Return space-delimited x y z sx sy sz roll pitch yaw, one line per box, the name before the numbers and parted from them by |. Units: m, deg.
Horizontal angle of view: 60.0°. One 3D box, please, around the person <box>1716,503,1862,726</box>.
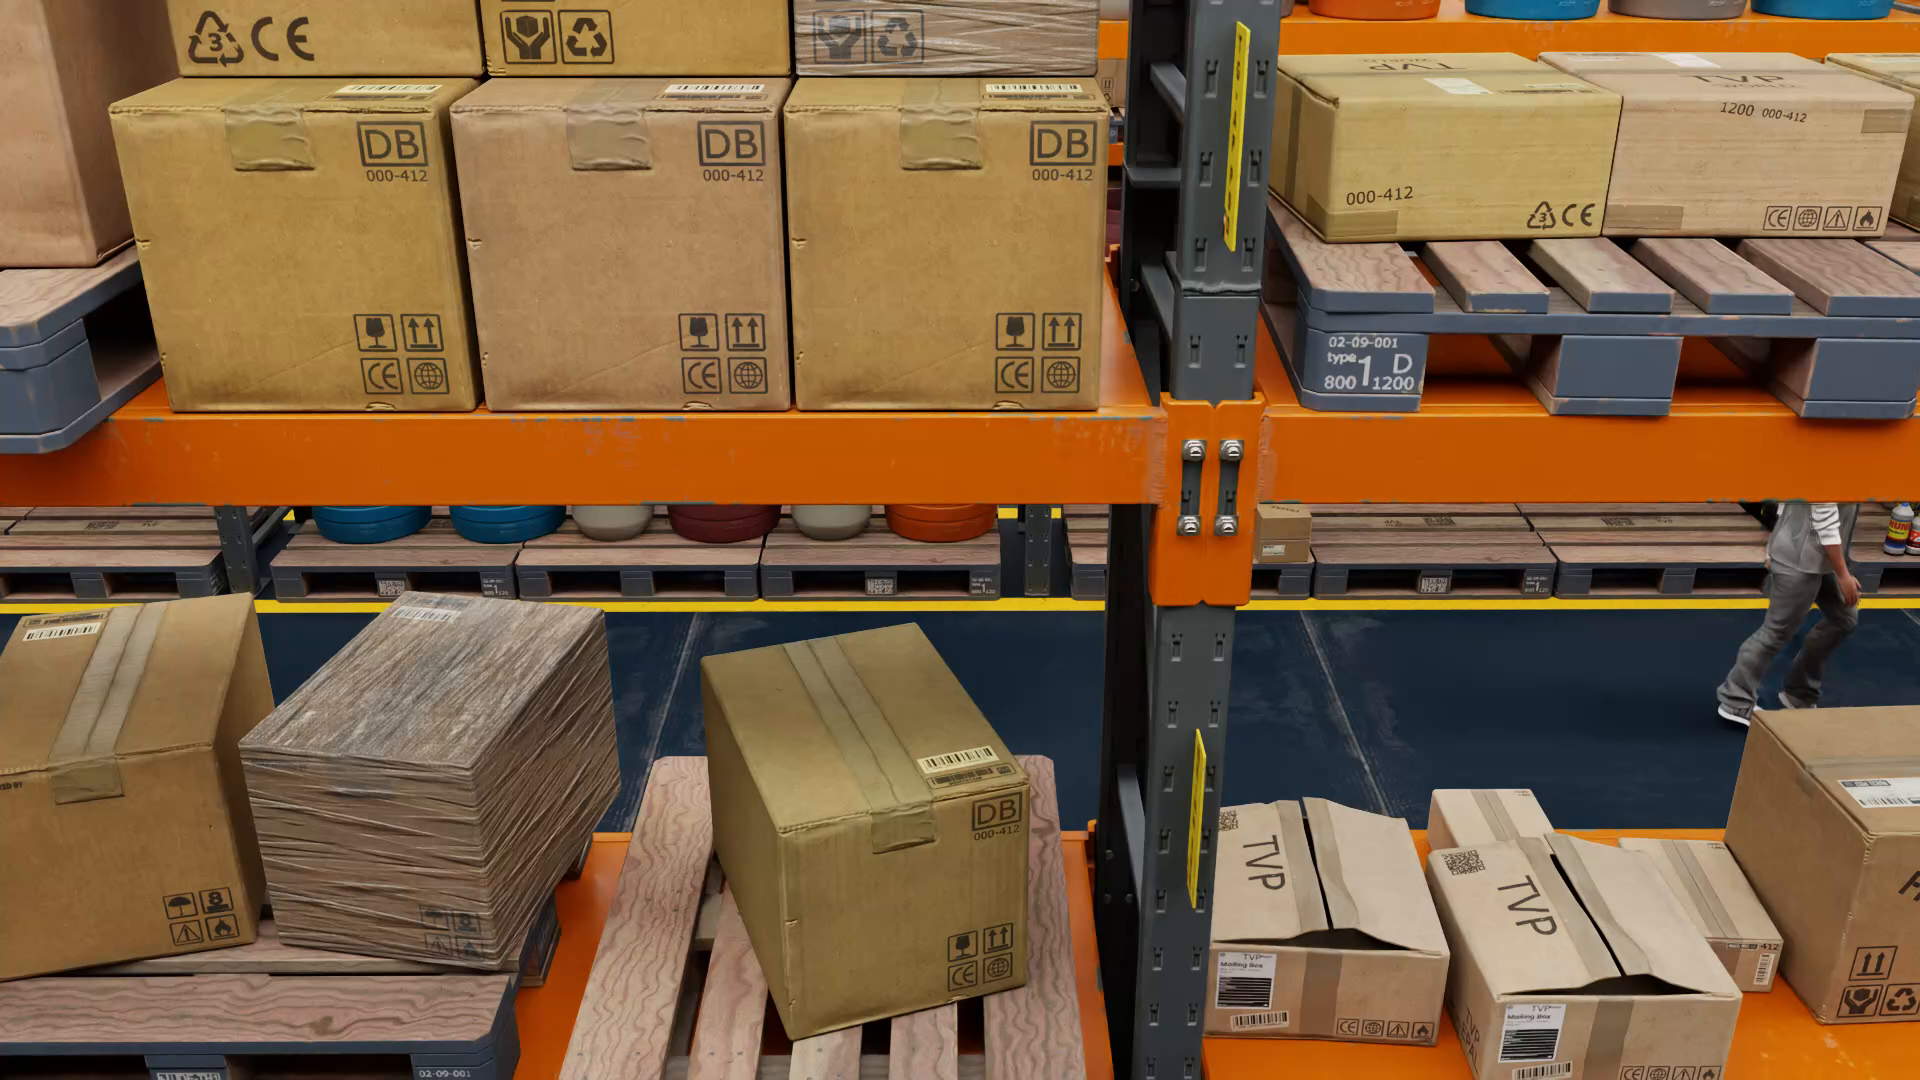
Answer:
person | 3.511 0.120 6.894 0.476 1.612 0.404 12 27 24
